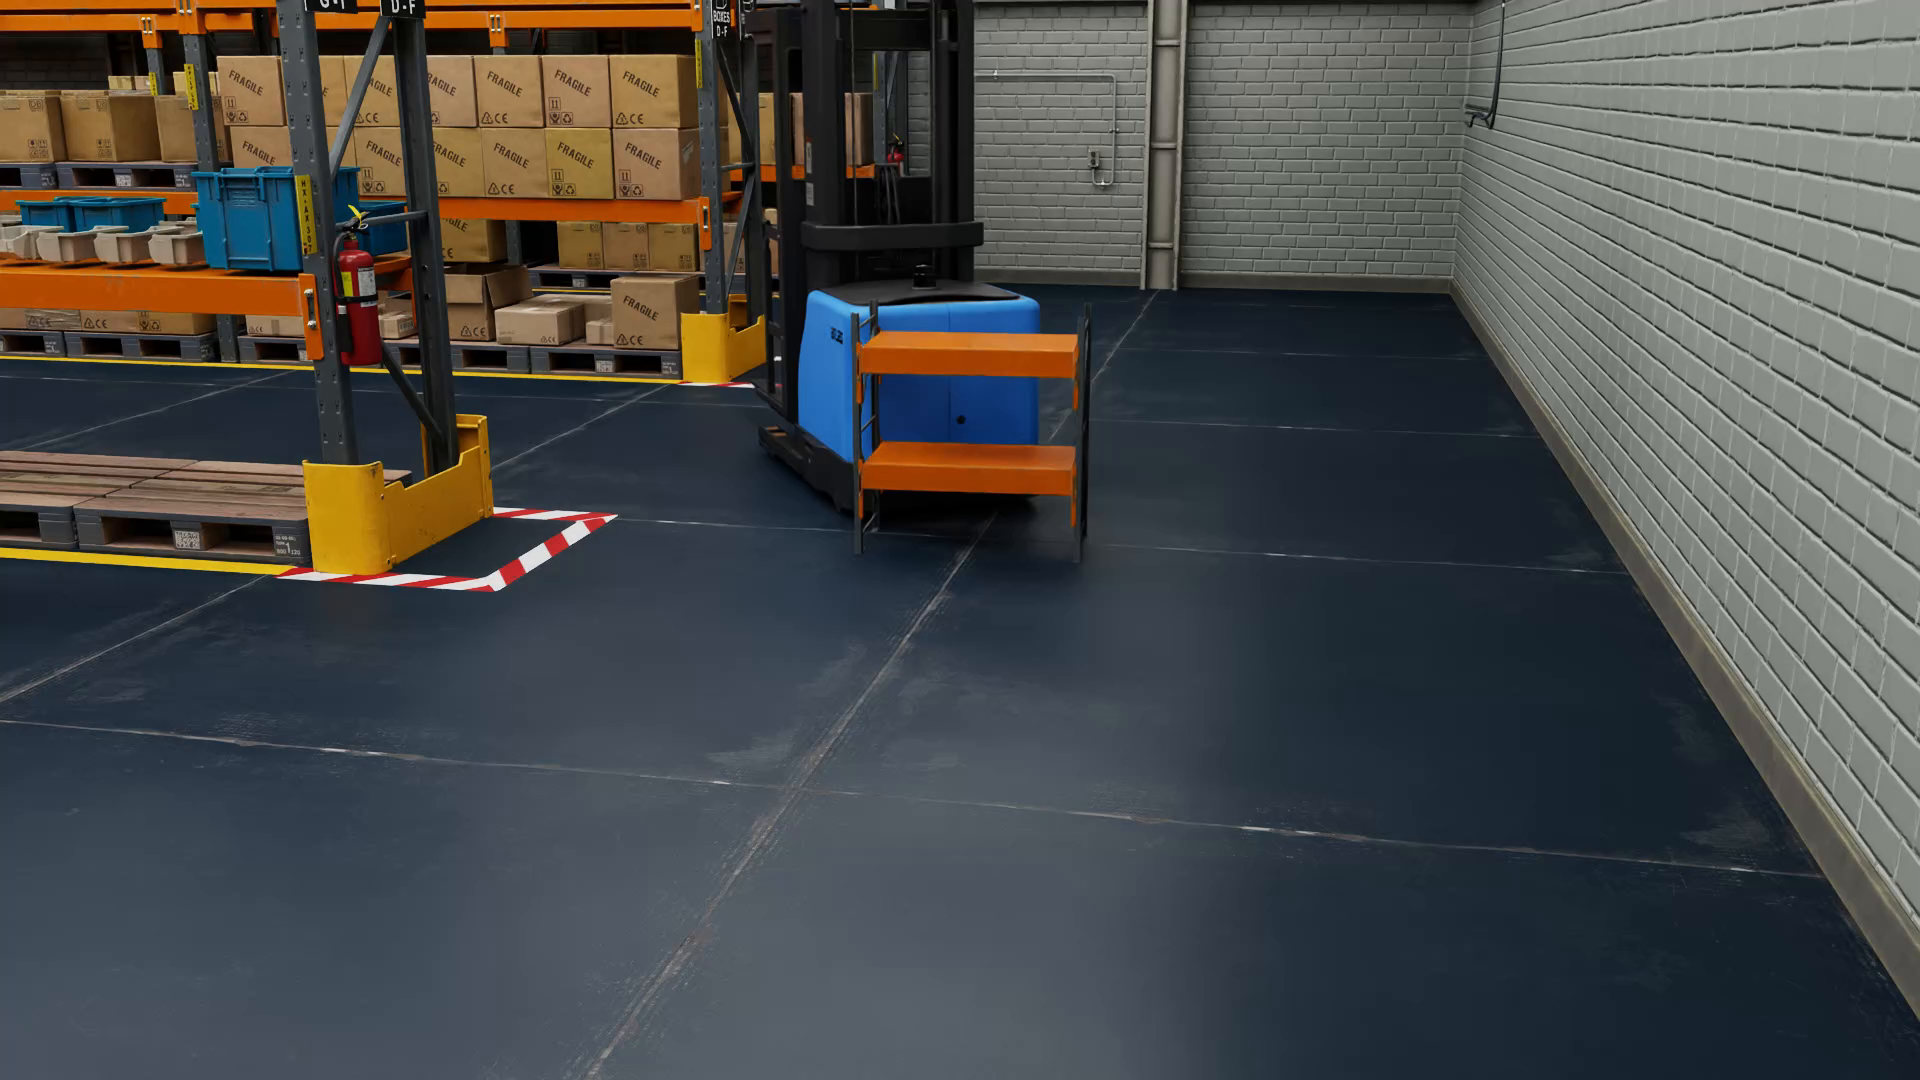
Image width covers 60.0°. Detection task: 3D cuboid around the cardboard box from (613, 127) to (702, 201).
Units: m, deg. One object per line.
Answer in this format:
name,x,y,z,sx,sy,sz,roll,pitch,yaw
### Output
cardboard box,-2.175,-2.740,12.076,0.500,0.500,0.500,4,16,13

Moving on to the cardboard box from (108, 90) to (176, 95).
cardboard box,-9.000,-4.743,18.484,0.500,0.500,0.700,1,16,5

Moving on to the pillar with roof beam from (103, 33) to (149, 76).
pillar with roof beam,-10.497,-6.521,14.676,0.400,9.000,9.100,3,16,11

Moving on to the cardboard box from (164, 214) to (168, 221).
cardboard box,-9.254,-3.492,18.840,0.500,0.500,0.700,3,16,12

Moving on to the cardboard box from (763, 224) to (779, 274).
cardboard box,-1.895,-3.070,17.353,0.500,0.500,0.700,3,16,11

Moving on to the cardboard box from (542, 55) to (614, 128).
cardboard box,-2.668,-3.247,12.036,0.500,0.500,0.500,4,16,13

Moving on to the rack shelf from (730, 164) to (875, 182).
rack shelf,-2.658,-3.795,17.419,4.000,0.370,1.077,3,16,11

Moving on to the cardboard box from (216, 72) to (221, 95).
cardboard box,-7.618,-4.903,17.887,0.500,0.250,0.500,3,16,10

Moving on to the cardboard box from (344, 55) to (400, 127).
cardboard box,-4.187,-3.328,12.328,0.500,0.500,0.500,3,16,9

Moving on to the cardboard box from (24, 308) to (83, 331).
cardboard box,-7.116,-1.966,13.327,0.500,0.500,0.500,3,16,12

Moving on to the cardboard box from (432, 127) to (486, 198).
cardboard box,-3.666,-2.821,12.370,0.500,0.500,0.500,3,16,10

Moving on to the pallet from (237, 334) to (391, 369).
pallet,-4.929,-1.571,13.268,1.213,0.211,1.003,3,16,11

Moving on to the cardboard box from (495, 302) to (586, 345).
cardboard box,-3.189,-1.649,12.651,0.500,0.250,0.500,3,16,11

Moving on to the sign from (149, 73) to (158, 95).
sign,-8.637,-4.838,17.817,0.005,0.325,0.100,3,16,11

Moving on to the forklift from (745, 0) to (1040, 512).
forklift,-0.552,-1.904,9.376,1.130,2.935,3.031,-5,16,-19

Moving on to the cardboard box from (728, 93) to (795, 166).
cardboard box,-1.915,-4.240,17.117,0.700,0.700,0.980,3,16,11

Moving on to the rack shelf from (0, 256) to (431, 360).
rack shelf,-4.632,-1.203,8.063,4.000,0.370,1.077,3,16,11

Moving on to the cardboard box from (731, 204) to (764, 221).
cardboard box,-2.233,-3.455,17.528,0.250,0.149,0.380,3,16,12

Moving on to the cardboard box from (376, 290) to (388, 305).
cardboard box,-4.987,-2.003,13.462,0.500,0.500,0.500,3,16,11

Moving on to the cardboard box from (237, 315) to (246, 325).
cardboard box,-6.027,-2.048,13.627,0.500,0.500,0.500,2,16,9

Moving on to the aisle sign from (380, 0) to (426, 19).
aisle sign,-2.543,-2.770,7.503,0.004,0.787,0.394,3,16,11

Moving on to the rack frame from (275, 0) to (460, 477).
rack frame,-2.673,-1.443,7.583,0.127,3.000,1.000,3,16,11

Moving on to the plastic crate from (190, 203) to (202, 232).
plastic crate,-3.494,-1.526,8.082,0.300,0.233,0.416,3,16,11

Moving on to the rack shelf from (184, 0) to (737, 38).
rack shelf,-3.642,-3.944,12.340,4.000,0.370,1.077,3,16,11

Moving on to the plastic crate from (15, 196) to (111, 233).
plastic crate,-4.433,-1.577,8.266,0.300,0.233,0.416,3,16,11

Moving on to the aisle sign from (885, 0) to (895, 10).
aisle sign,-0.688,-5.205,16.295,0.004,0.787,0.394,3,16,11

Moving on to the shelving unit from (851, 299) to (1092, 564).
shelving unit,0.064,-0.519,7.758,1.048,1.125,0.538,2,16,7

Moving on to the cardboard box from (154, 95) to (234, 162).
cardboard box,-6.021,-3.286,13.261,0.500,0.500,0.700,-2,16,-8

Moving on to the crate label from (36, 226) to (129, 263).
crate label,-4.067,-1.369,7.696,0.243,0.136,0.396,3,16,11

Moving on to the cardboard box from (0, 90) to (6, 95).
cardboard box,-10.768,-4.839,18.831,0.500,0.500,0.700,5,16,19

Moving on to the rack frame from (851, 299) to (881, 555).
rack frame,-0.440,-0.537,7.824,0.032,1.125,0.500,2,16,7

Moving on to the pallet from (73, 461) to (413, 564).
pallet,-3.473,-0.153,8.150,1.213,0.211,1.003,3,16,11

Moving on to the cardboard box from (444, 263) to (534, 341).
cardboard box,-3.760,-1.862,12.947,0.637,0.503,0.797,3,16,11

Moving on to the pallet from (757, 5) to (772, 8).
pallet,-2.627,-5.539,16.915,1.213,0.211,1.003,3,16,11

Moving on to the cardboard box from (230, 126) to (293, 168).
cardboard box,-5.156,-2.901,12.660,0.500,0.500,0.500,4,16,13

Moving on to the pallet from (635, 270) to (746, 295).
pallet,-2.689,-2.779,17.628,1.213,0.211,1.003,3,16,11

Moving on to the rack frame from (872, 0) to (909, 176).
rack frame,-0.698,-4.035,16.939,0.127,3.000,1.000,3,16,11

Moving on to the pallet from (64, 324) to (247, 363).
pallet,-6.406,-1.641,13.521,1.213,0.211,1.003,3,16,11

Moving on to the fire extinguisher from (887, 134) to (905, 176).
fire extinguisher,-0.643,-3.689,16.535,0.183,0.674,0.296,3,16,11

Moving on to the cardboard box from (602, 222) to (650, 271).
cardboard box,-3.414,-3.151,17.645,0.500,0.500,0.700,3,16,11

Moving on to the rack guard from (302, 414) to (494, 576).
rack guard,-2.646,-0.241,7.925,0.348,0.500,1.175,3,16,11

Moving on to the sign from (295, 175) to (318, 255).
sign,-2.766,-1.377,7.039,0.005,0.325,0.100,3,16,11

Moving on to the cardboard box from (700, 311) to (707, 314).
cardboard box,-2.024,-1.689,12.987,0.250,0.149,0.380,3,16,11
